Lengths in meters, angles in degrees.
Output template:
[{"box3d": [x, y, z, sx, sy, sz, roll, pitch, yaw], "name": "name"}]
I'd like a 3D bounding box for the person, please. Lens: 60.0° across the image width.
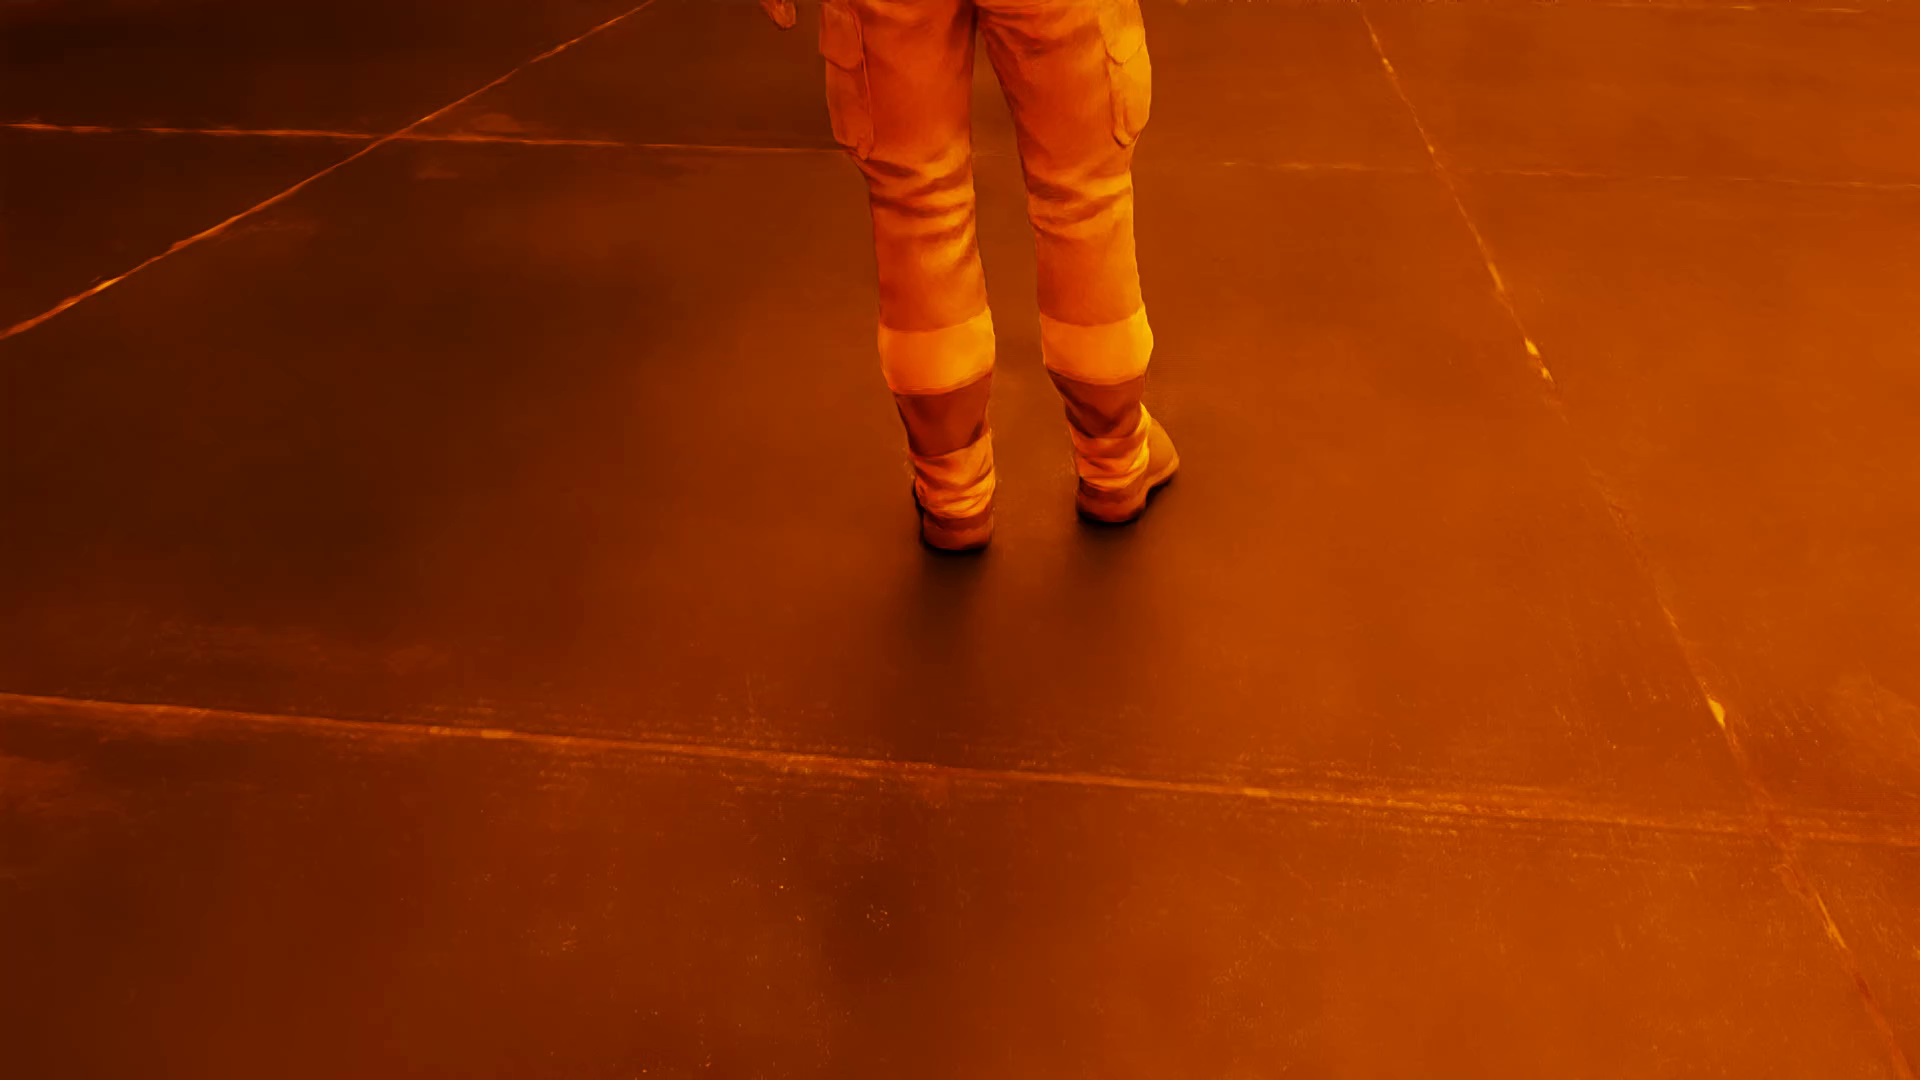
[{"box3d": [0.021, -0.842, 2.167, 0.637, 1.787, 0.563, 3, 27, 7], "name": "person"}]
